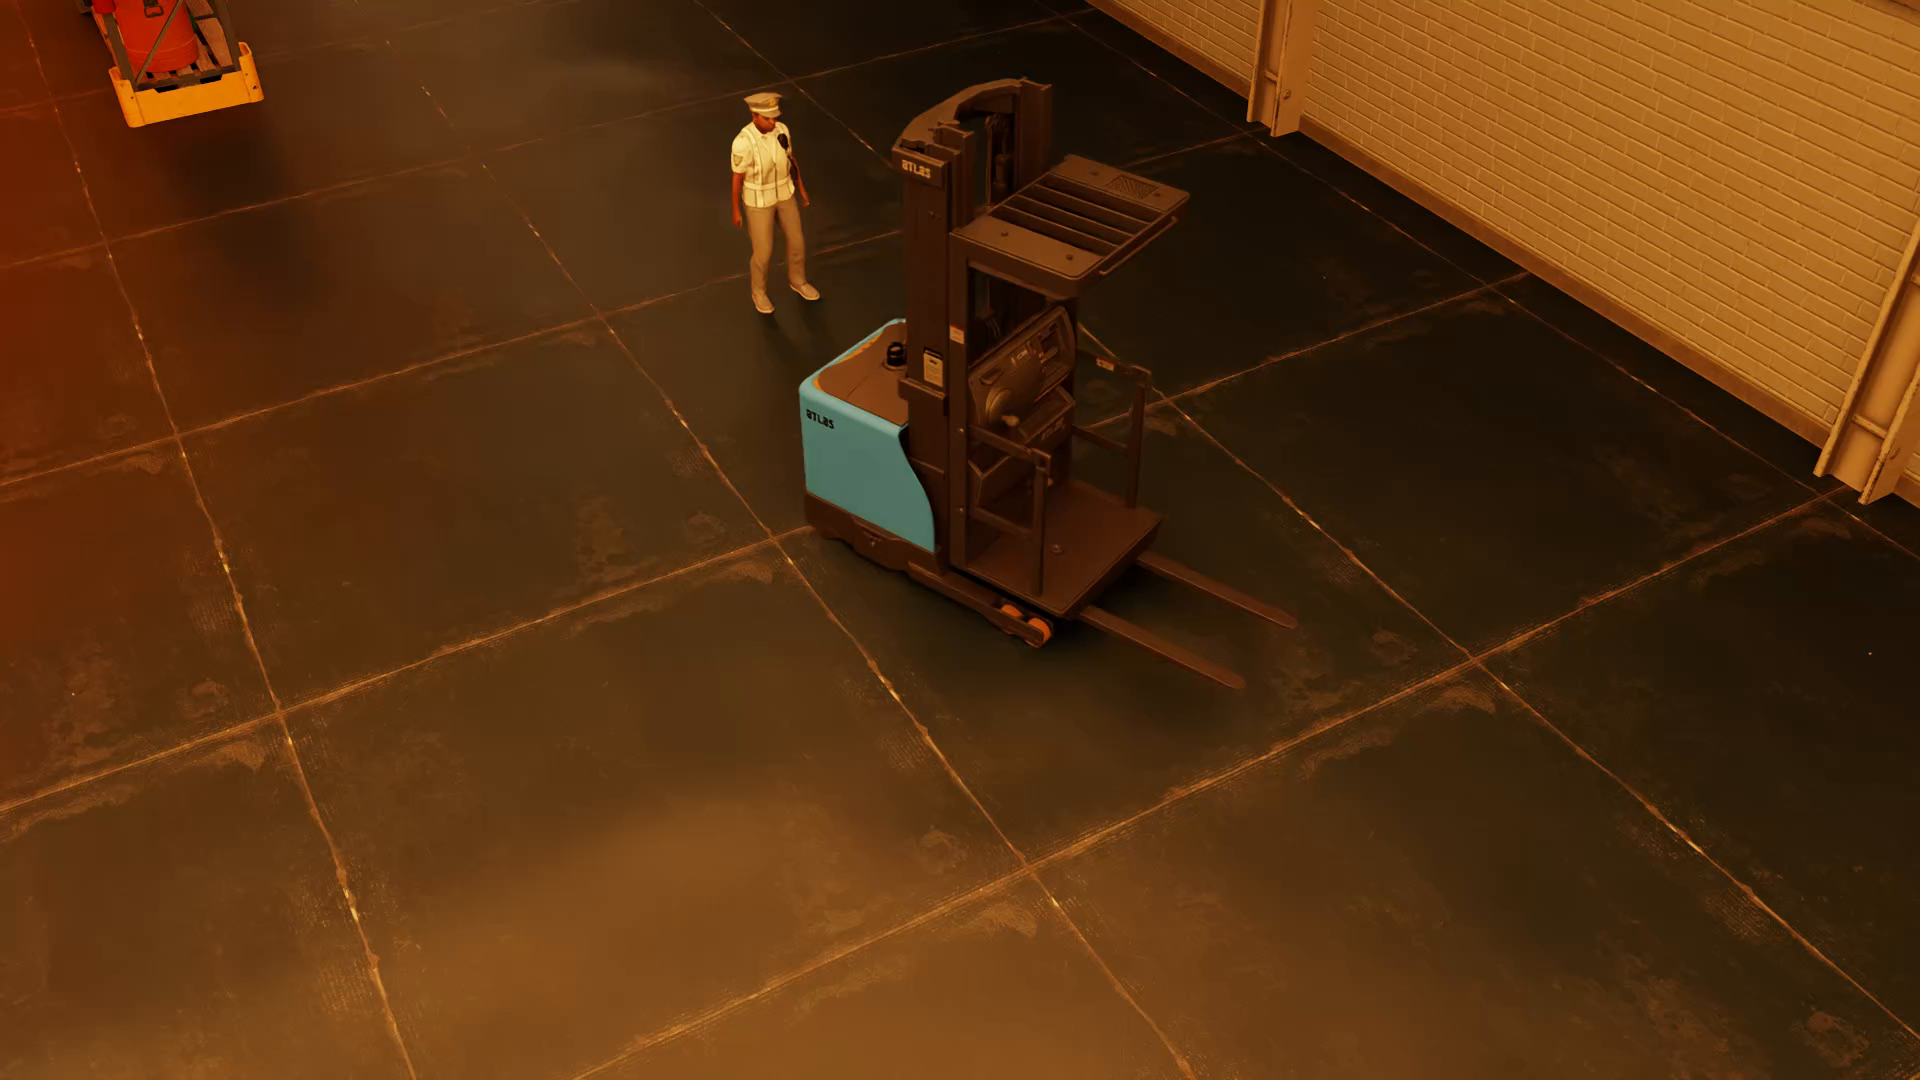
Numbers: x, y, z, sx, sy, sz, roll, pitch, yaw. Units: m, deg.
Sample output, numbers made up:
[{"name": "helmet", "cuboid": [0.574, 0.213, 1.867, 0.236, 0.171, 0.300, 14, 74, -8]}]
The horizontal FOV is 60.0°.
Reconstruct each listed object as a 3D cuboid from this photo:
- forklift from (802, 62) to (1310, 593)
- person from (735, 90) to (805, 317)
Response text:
[{"name": "forklift", "cuboid": [0.587, -1.174, 9.452, 3.031, 2.935, 1.130, -2, 40, -3]}, {"name": "person", "cuboid": [-1.374, -2.447, 11.962, 0.447, 1.691, 0.337, -26, 46, -28]}]
